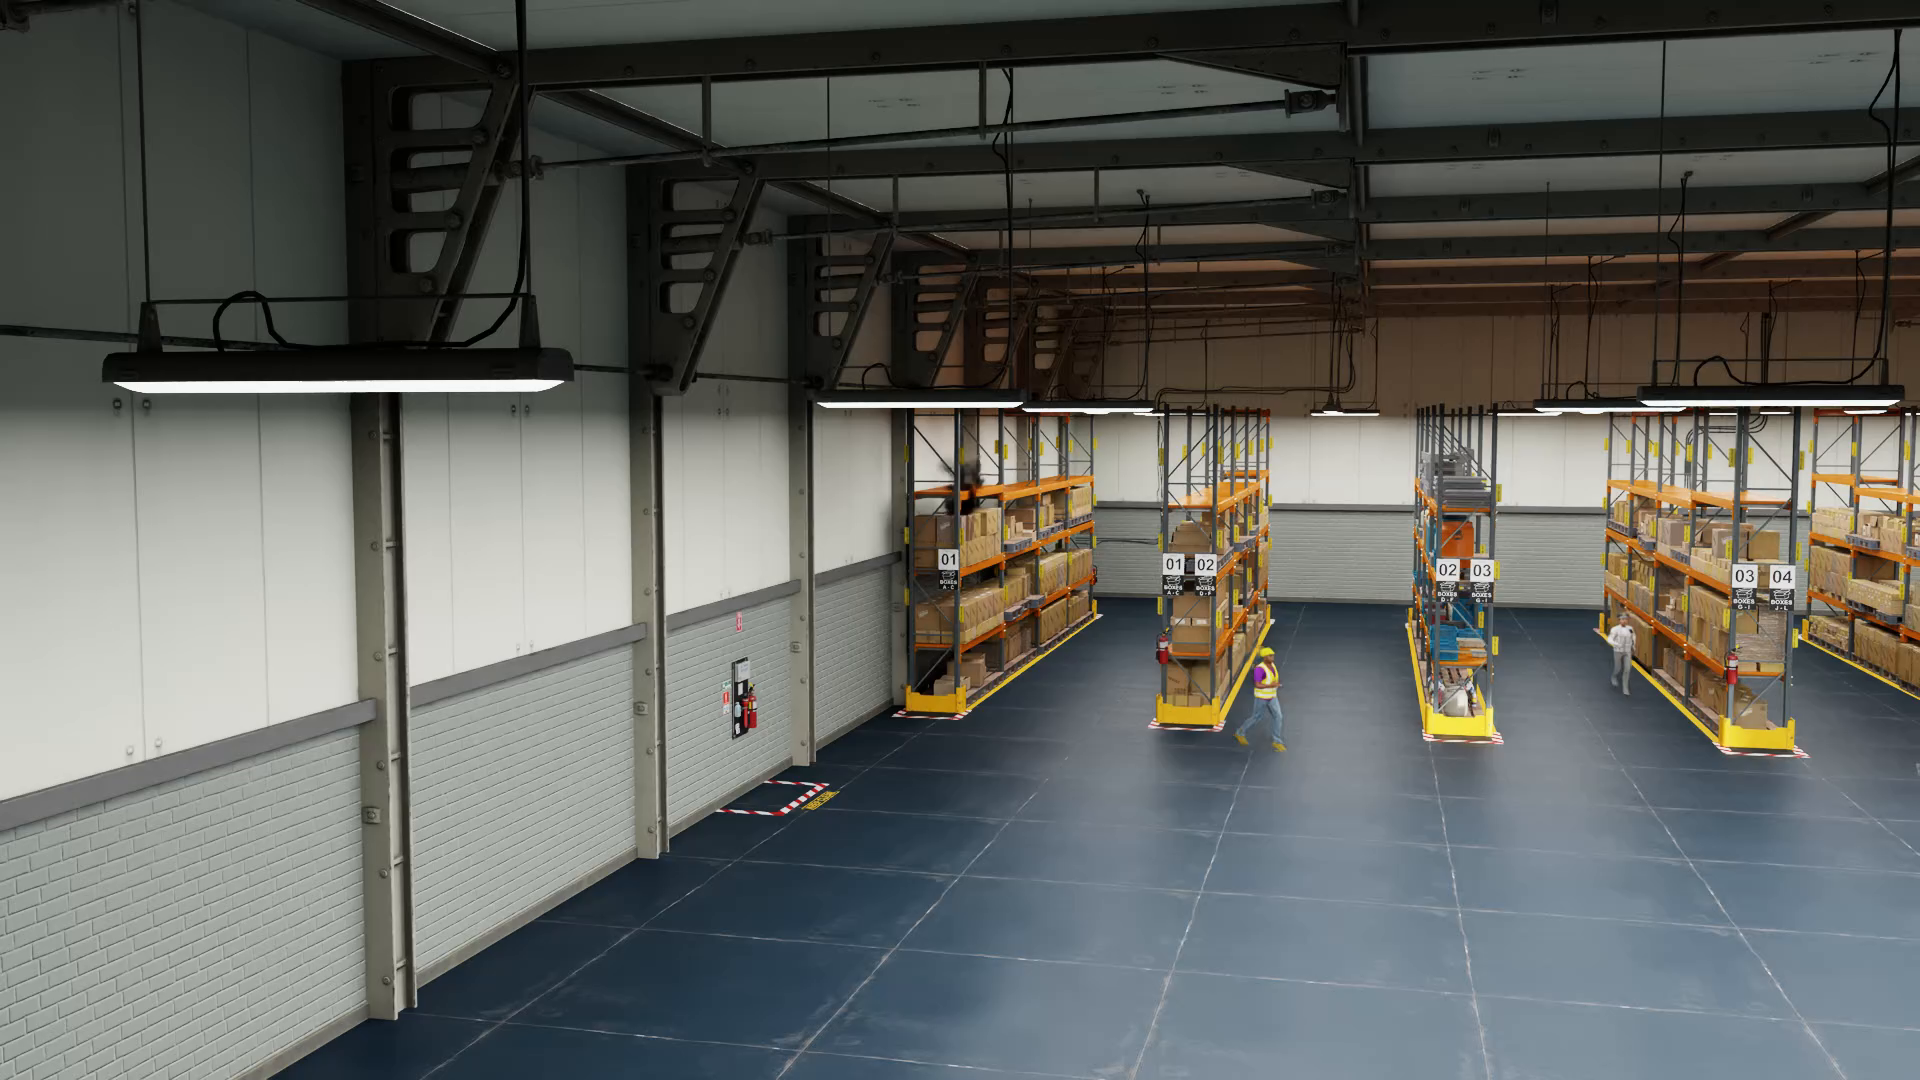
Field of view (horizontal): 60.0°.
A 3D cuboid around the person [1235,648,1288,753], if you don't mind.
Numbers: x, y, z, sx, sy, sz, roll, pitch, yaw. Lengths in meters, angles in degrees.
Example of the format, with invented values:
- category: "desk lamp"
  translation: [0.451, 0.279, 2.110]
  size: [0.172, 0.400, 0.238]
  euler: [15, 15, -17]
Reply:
- category: "person"
  translation: [5.243, 2.746, 28.761]
  size: [0.712, 1.807, 0.940]
  euler: [-4, 6, -44]

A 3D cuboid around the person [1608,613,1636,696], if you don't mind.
- category: "person"
  translation: [13.831, 2.347, 34.710]
  size: [0.616, 1.692, 0.901]
  euler: [0, 4, 6]
